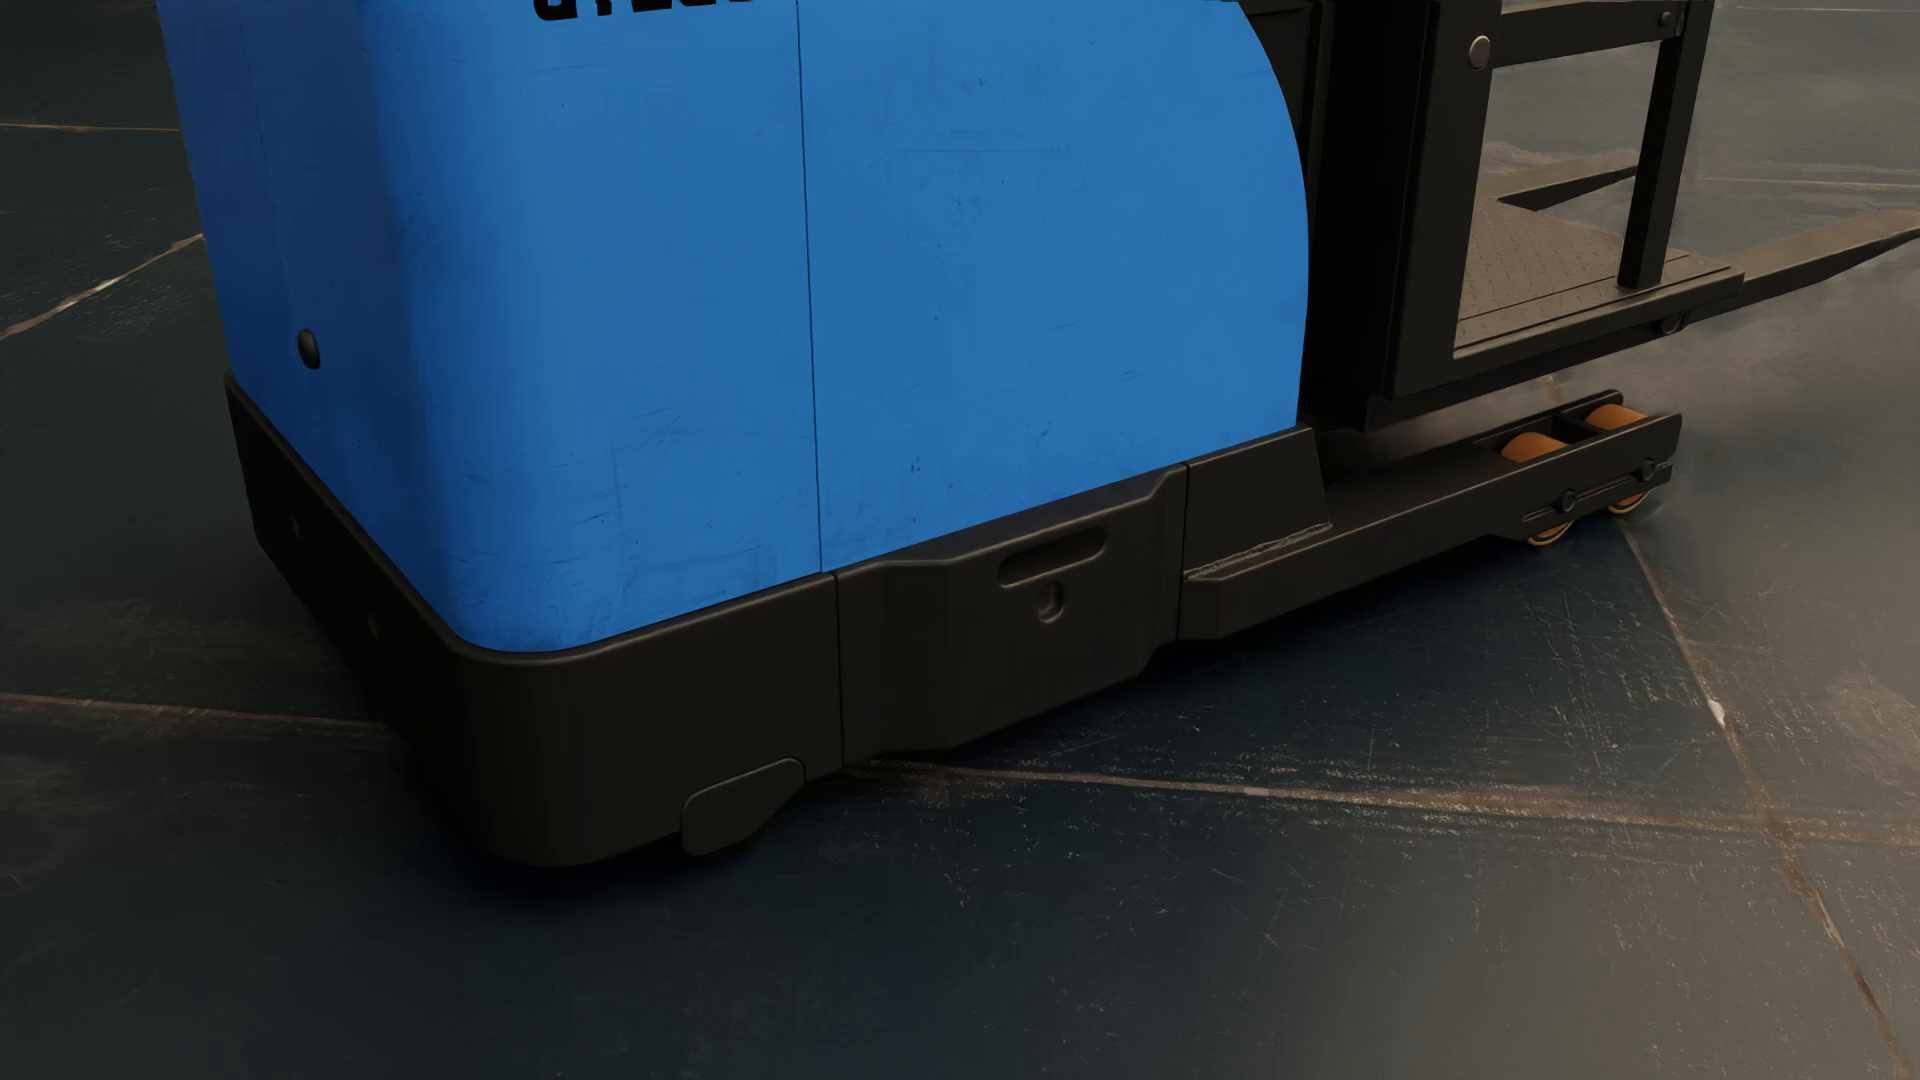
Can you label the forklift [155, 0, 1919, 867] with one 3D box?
[{"bbox_3d":[0.498,-1.478,2.179,3.031,2.935,1.130,-17,31,-31],"label":"forklift"}]
